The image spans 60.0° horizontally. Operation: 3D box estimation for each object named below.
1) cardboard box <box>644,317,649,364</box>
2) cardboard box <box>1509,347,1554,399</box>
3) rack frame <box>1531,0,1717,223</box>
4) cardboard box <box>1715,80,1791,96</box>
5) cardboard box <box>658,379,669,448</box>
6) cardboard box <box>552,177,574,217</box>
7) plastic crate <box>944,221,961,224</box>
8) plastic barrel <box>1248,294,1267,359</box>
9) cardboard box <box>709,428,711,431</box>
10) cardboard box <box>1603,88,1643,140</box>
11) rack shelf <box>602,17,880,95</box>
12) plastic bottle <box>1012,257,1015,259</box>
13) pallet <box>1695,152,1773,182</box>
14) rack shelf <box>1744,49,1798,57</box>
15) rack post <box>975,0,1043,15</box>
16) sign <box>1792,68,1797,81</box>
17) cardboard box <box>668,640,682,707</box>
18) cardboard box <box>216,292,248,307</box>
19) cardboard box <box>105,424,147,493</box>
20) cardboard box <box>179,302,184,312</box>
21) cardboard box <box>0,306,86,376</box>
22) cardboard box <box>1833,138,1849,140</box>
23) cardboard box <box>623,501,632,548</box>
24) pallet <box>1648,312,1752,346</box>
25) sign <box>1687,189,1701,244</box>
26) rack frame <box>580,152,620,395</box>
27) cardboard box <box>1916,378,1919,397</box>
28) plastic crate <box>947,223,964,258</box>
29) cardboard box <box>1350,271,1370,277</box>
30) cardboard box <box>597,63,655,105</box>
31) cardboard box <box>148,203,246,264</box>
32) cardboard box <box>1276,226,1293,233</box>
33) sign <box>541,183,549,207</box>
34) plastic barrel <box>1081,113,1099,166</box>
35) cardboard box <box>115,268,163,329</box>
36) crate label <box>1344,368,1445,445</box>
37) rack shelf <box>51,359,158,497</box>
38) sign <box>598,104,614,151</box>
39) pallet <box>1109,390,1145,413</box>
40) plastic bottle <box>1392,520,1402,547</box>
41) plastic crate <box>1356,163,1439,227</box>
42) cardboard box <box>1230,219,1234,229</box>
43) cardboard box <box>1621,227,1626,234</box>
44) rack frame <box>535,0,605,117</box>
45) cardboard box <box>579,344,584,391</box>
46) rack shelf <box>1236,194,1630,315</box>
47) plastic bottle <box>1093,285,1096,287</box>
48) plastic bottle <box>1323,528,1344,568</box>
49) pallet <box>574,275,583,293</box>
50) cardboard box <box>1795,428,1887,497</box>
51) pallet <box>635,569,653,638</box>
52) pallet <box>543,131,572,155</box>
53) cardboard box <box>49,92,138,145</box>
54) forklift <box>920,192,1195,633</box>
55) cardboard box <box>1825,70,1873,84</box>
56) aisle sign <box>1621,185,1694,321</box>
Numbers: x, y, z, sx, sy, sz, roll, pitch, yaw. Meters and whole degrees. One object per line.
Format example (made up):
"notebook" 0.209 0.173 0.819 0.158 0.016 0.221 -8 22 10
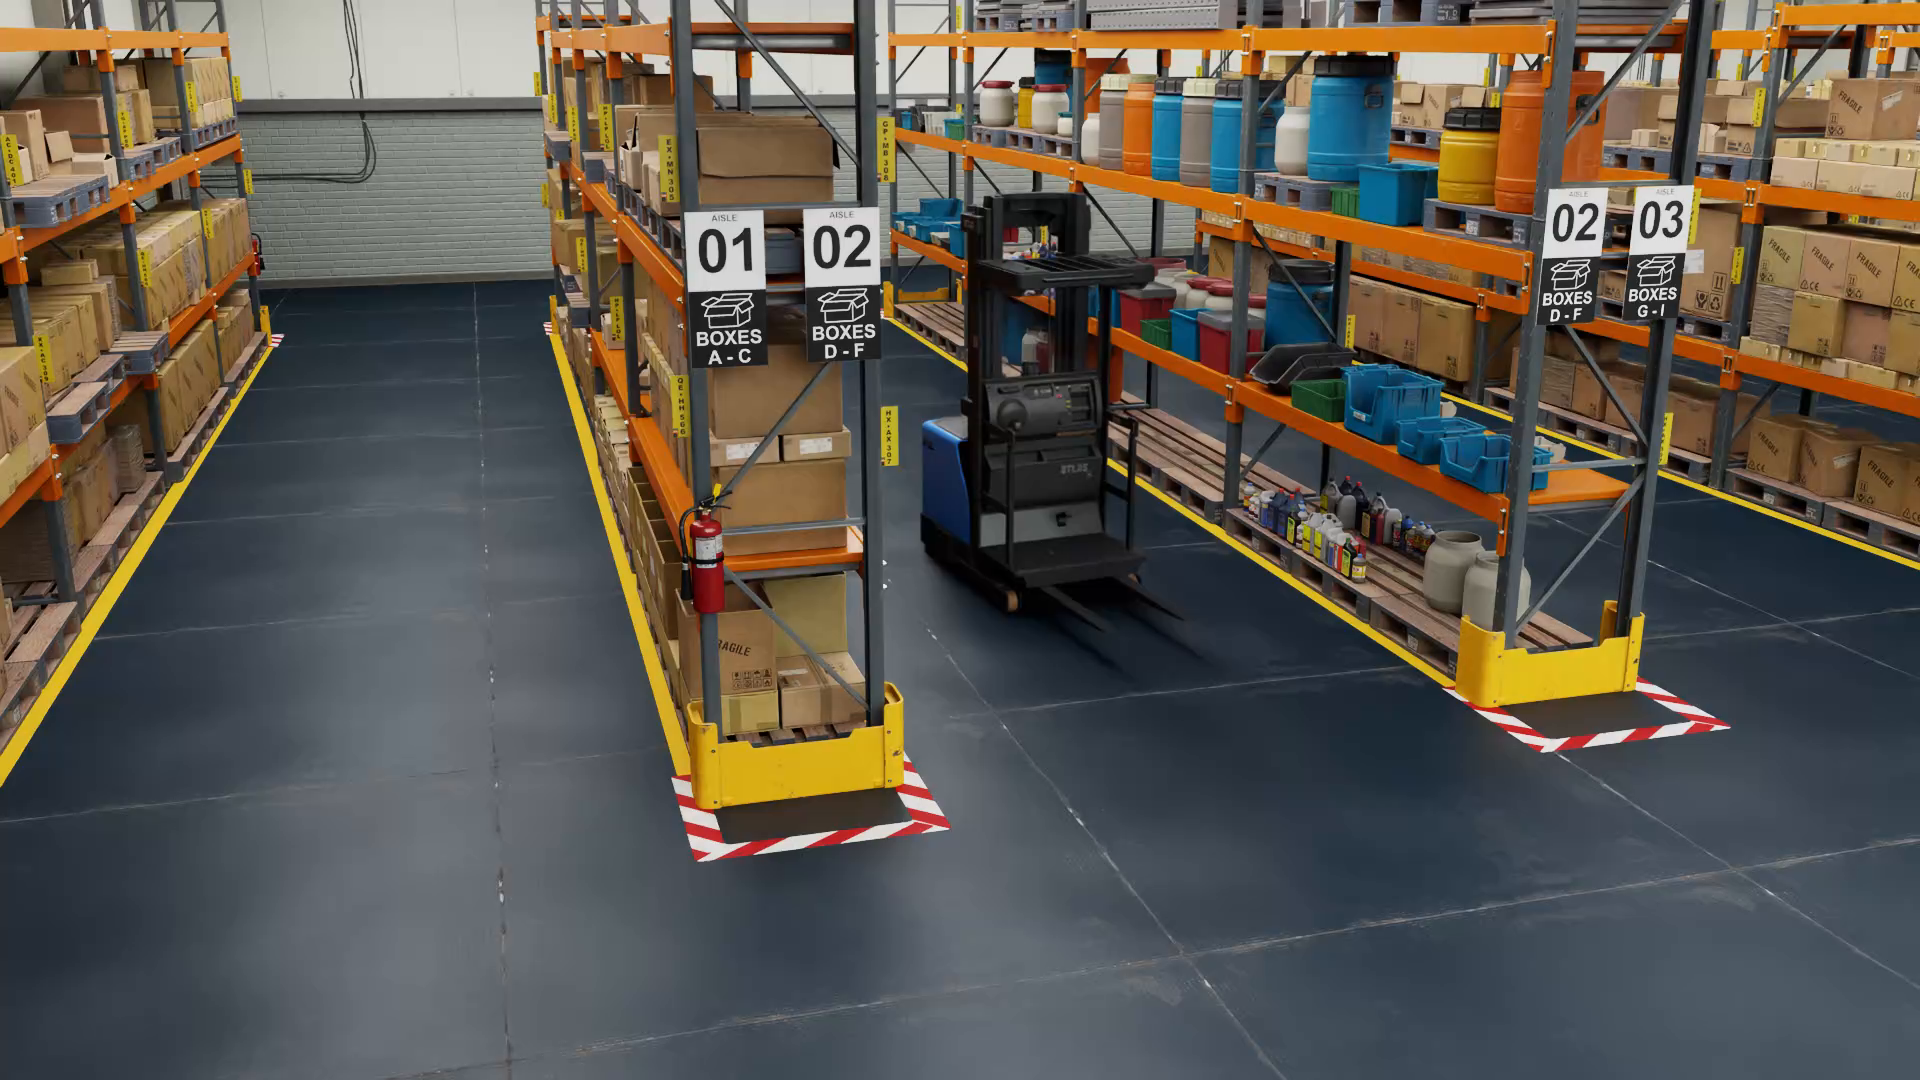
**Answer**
"cardboard box" -2.357 -1.578 13.816 0.500 0.500 0.500 -3 17 -11
"cardboard box" 6.613 -1.889 18.606 0.700 0.500 0.500 -6 18 -18
"rack frame" 3.846 -3.328 9.388 1.000 3.000 0.127 -5 17 -15
"cardboard box" 10.406 -5.779 21.853 0.797 0.503 0.637 -5 17 -16
"cardboard box" -1.737 -0.950 11.728 0.700 0.500 0.500 -5 17 -16
"cardboard box" -5.022 -4.449 21.639 0.500 0.500 0.500 -5 17 -16
"plastic crate" -0.153 -4.571 24.310 0.396 0.136 0.243 -5 17 -15
"plastic barrel" 2.695 -1.908 14.853 0.433 0.535 0.433 0 17 0
"cardboard box" -1.279 -0.585 9.385 0.380 0.149 0.250 -4 17 -14
"cardboard box" 6.573 -4.353 16.973 0.500 0.500 0.500 -5 17 -17
"rack shelf" -1.467 -2.954 10.090 1.077 0.370 4.000 -5 17 -15
"plastic bottle" 0.633 -3.199 19.613 0.097 0.271 0.097 0 17 0
"pallet" 7.442 -3.478 15.430 1.213 0.211 1.003 -5 17 -15
"rack shelf" 14.290 -7.839 26.352 1.077 0.370 4.000 -5 17 -15
"rack post" 0.750 -6.375 19.665 0.937 0.300 0.954 -5 17 -16
"sign" 14.266 -7.917 28.479 0.100 0.325 0.005 -5 17 -15
"cardboard box" -1.498 0.790 10.159 0.500 0.250 0.500 -5 17 -15
"cardboard box" -9.506 -3.134 21.659 0.380 0.149 0.250 -4 17 -14
"cardboard box" -7.630 -0.702 14.657 0.700 0.500 0.500 -4 17 -14
"cardboard box" -8.305 -2.454 17.308 0.380 0.149 0.250 -5 17 -17
"cardboard box" -7.243 -1.514 12.841 0.700 0.500 0.500 -2 17 -8
"cardboard box" 7.876 -3.441 14.547 0.380 0.149 0.250 -4 17 -14
"cardboard box" -2.409 -0.146 13.274 0.500 0.250 0.500 -5 17 -16
"pallet" 7.439 -2.083 16.007 1.003 0.211 1.213 -5 17 -15
"sign" 4.376 -1.938 9.959 0.100 0.325 0.005 -5 17 -15
"rack frame" -3.116 -2.277 16.317 1.000 3.000 0.127 -5 17 -15
"cardboard box" 7.819 -1.195 13.152 0.380 0.149 0.250 -5 17 -15
"plastic crate" 0.092 -3.897 21.635 0.392 0.384 0.575 -5 17 -15
"cardboard box" 5.506 -3.173 22.266 1.225 0.875 0.875 -5 17 -15
"cardboard box" -3.230 -4.361 16.131 0.500 0.500 0.500 -5 17 -15
"cardboard box" -9.716 -3.900 21.199 0.980 0.700 0.700 -5 17 -16
"cardboard box" 4.793 -4.480 23.397 0.500 0.250 0.500 -4 17 -14
"sign" -5.836 -4.861 23.416 0.100 0.325 0.005 -5 17 -15
"plastic barrel" 1.439 -4.047 16.803 0.421 0.512 0.421 0 17 0
"cardboard box" -7.765 -2.238 15.464 0.500 0.500 0.500 -4 17 -14
"crate label" 3.080 -0.959 11.869 0.502 0.435 0.616 -5 17 -15
"rack shelf" -7.328 -0.986 13.272 1.077 0.370 4.000 -5 17 -15
"sign" -2.536 -2.960 11.931 0.100 0.325 0.005 -5 17 -15
"pallet" 1.391 -1.547 18.734 1.003 0.211 1.213 -5 17 -15
"plastic bottle" 3.442 -0.058 13.030 0.097 0.201 0.097 0 17 0
"plastic crate" 3.033 -2.387 11.498 0.392 0.384 0.575 -5 17 -15
"cardboard box" 4.276 -4.743 24.964 0.380 0.149 0.250 -5 17 -16
"cardboard box" 9.804 -4.470 24.054 0.380 0.149 0.250 -5 17 -16
"rack frame" -5.314 -7.363 22.821 1.000 3.000 0.127 -5 17 -15
"cardboard box" -4.029 -1.958 18.837 0.500 0.500 0.500 -4 17 -15
"rack shelf" 3.297 -2.100 11.764 1.077 0.370 4.000 -5 17 -15
"plastic bottle" 1.580 -3.041 19.084 0.097 0.271 0.097 0 17 0
"plastic bottle" 2.839 0.056 12.522 0.152 0.276 0.135 -5 17 -17
"pallet" -3.655 -2.722 18.134 1.003 0.211 1.213 -5 17 -15
"cardboard box" 7.746 -0.685 14.632 0.500 0.500 0.500 1 17 2
"pallet" -1.838 0.389 12.292 1.003 0.211 1.213 -5 17 -15
"pallet" -4.103 -4.544 18.977 1.213 0.211 1.003 -5 17 -15
"cardboard box" -8.550 -4.141 16.371 0.700 0.500 0.500 -5 17 -15
"forklift" 0.712 -1.010 12.219 1.130 2.935 3.031 -7 18 -22
"cardboard box" 14.150 -7.219 26.479 0.500 0.500 0.500 -4 17 -14
"aisle sign" 4.148 -1.703 9.887 0.394 0.787 0.004 -5 17 -15
